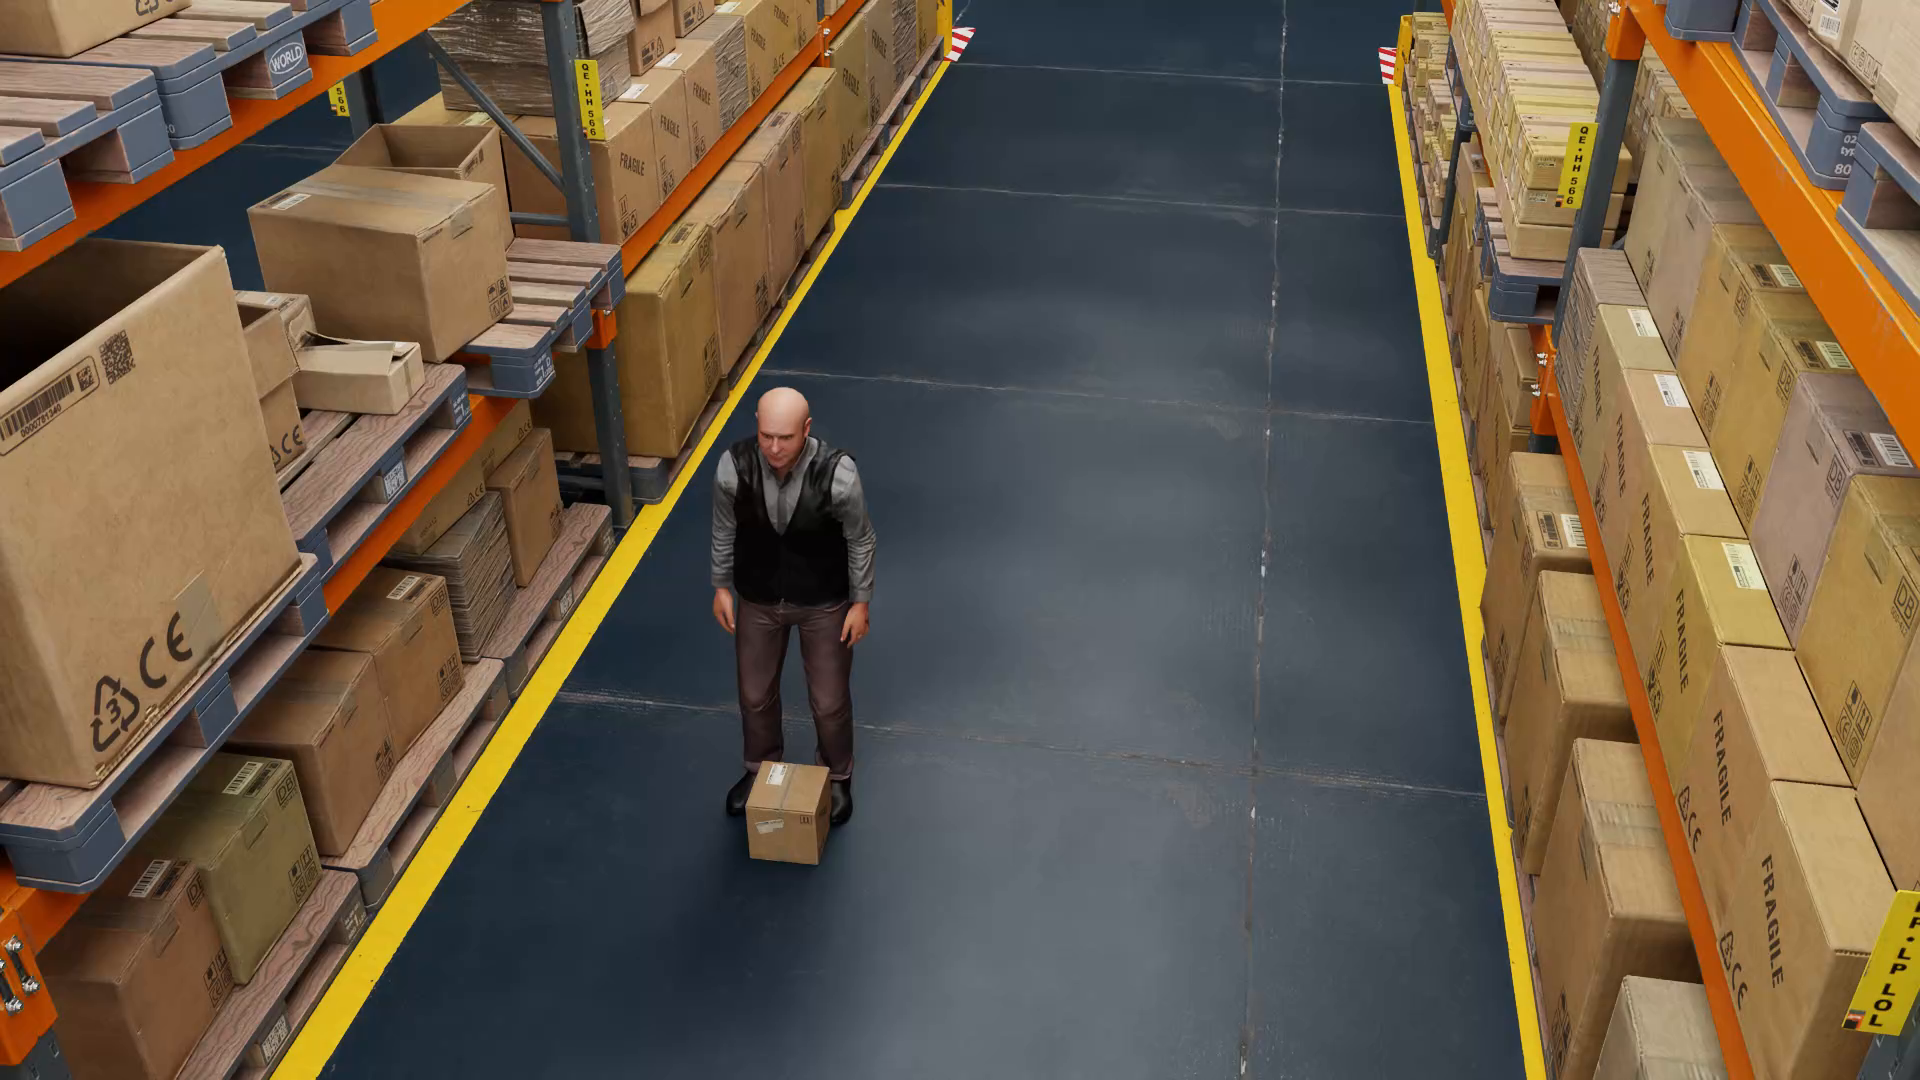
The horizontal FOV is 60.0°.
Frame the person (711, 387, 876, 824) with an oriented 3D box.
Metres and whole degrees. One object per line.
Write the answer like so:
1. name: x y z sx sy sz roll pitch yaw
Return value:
1. person: -0.579 0.208 5.829 0.579 1.720 0.420 5 33 8
